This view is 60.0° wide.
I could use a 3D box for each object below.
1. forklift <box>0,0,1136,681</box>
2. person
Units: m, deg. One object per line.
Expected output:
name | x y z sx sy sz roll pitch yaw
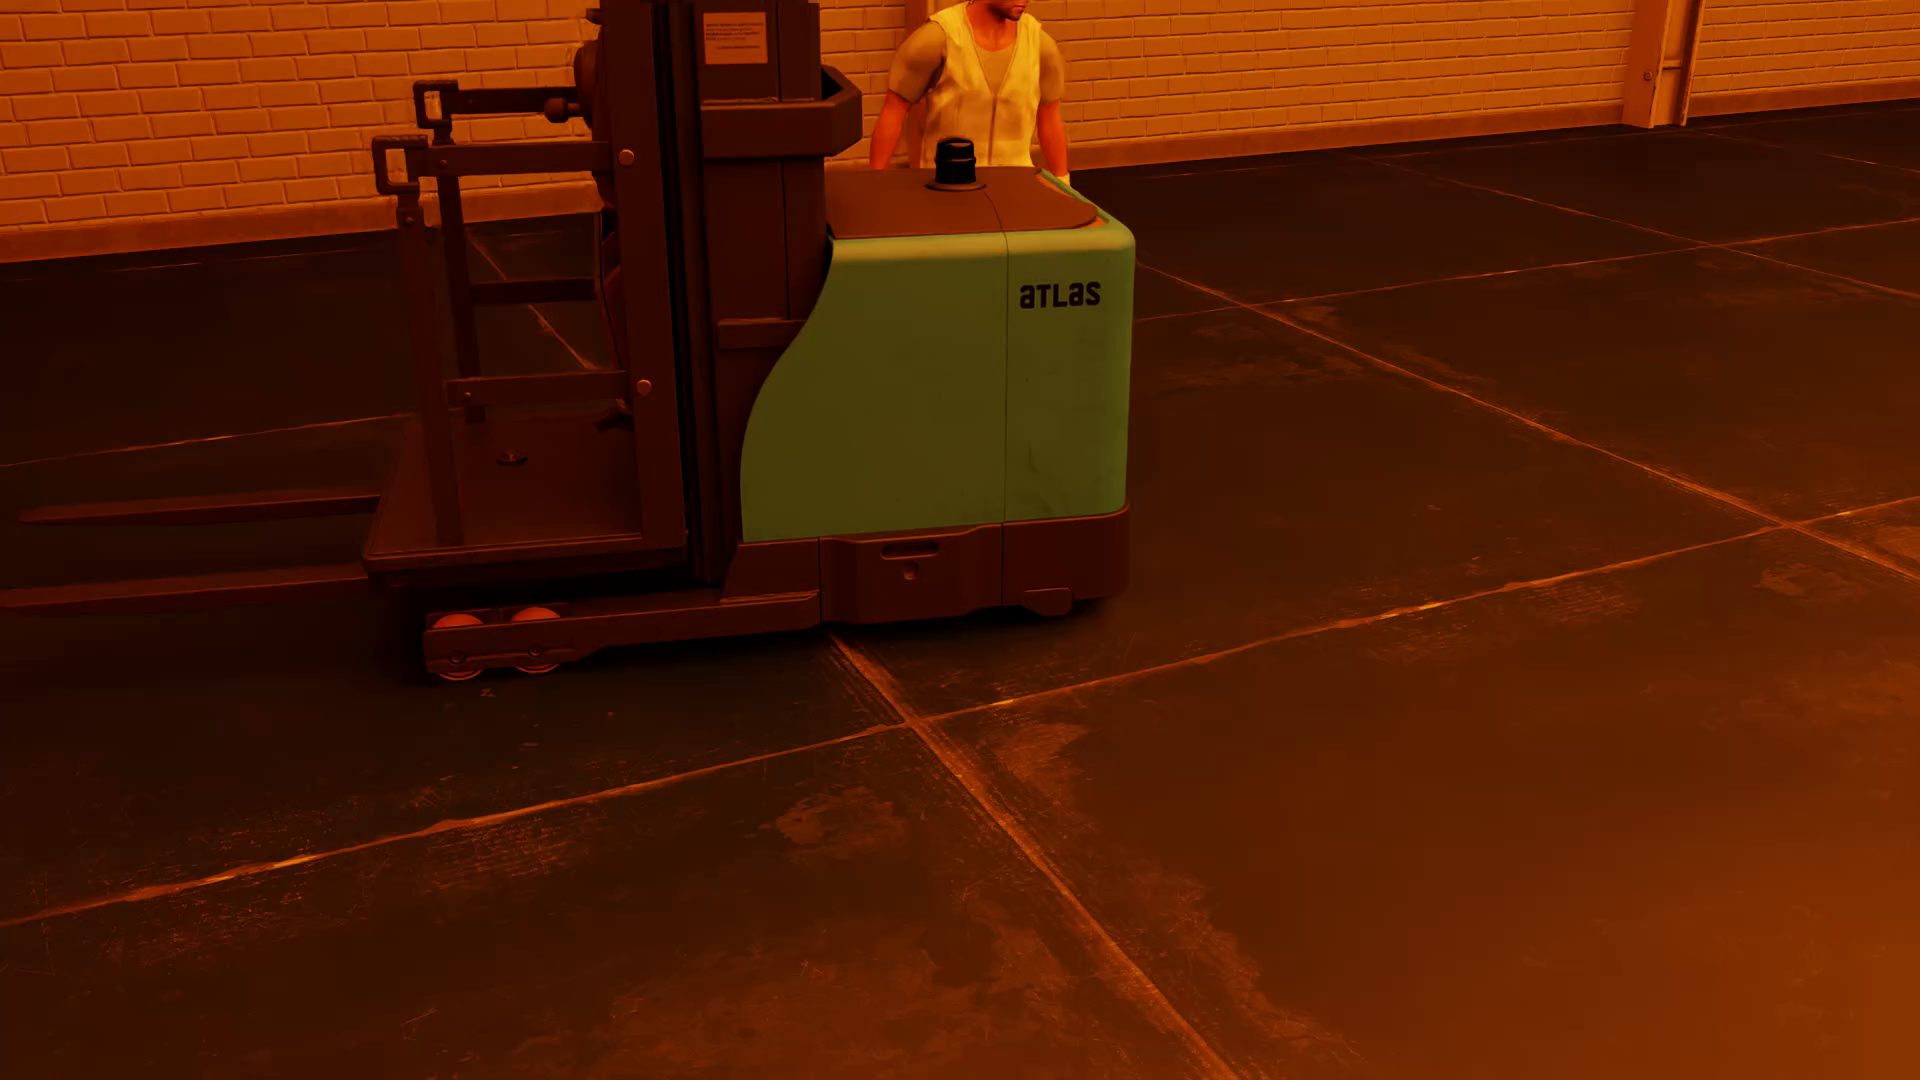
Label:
forklift | -1.106 -1.216 4.212 3.031 2.935 1.130 -5 23 -11
person | 0.100 -1.159 5.639 0.876 1.749 0.450 -8 24 -18
